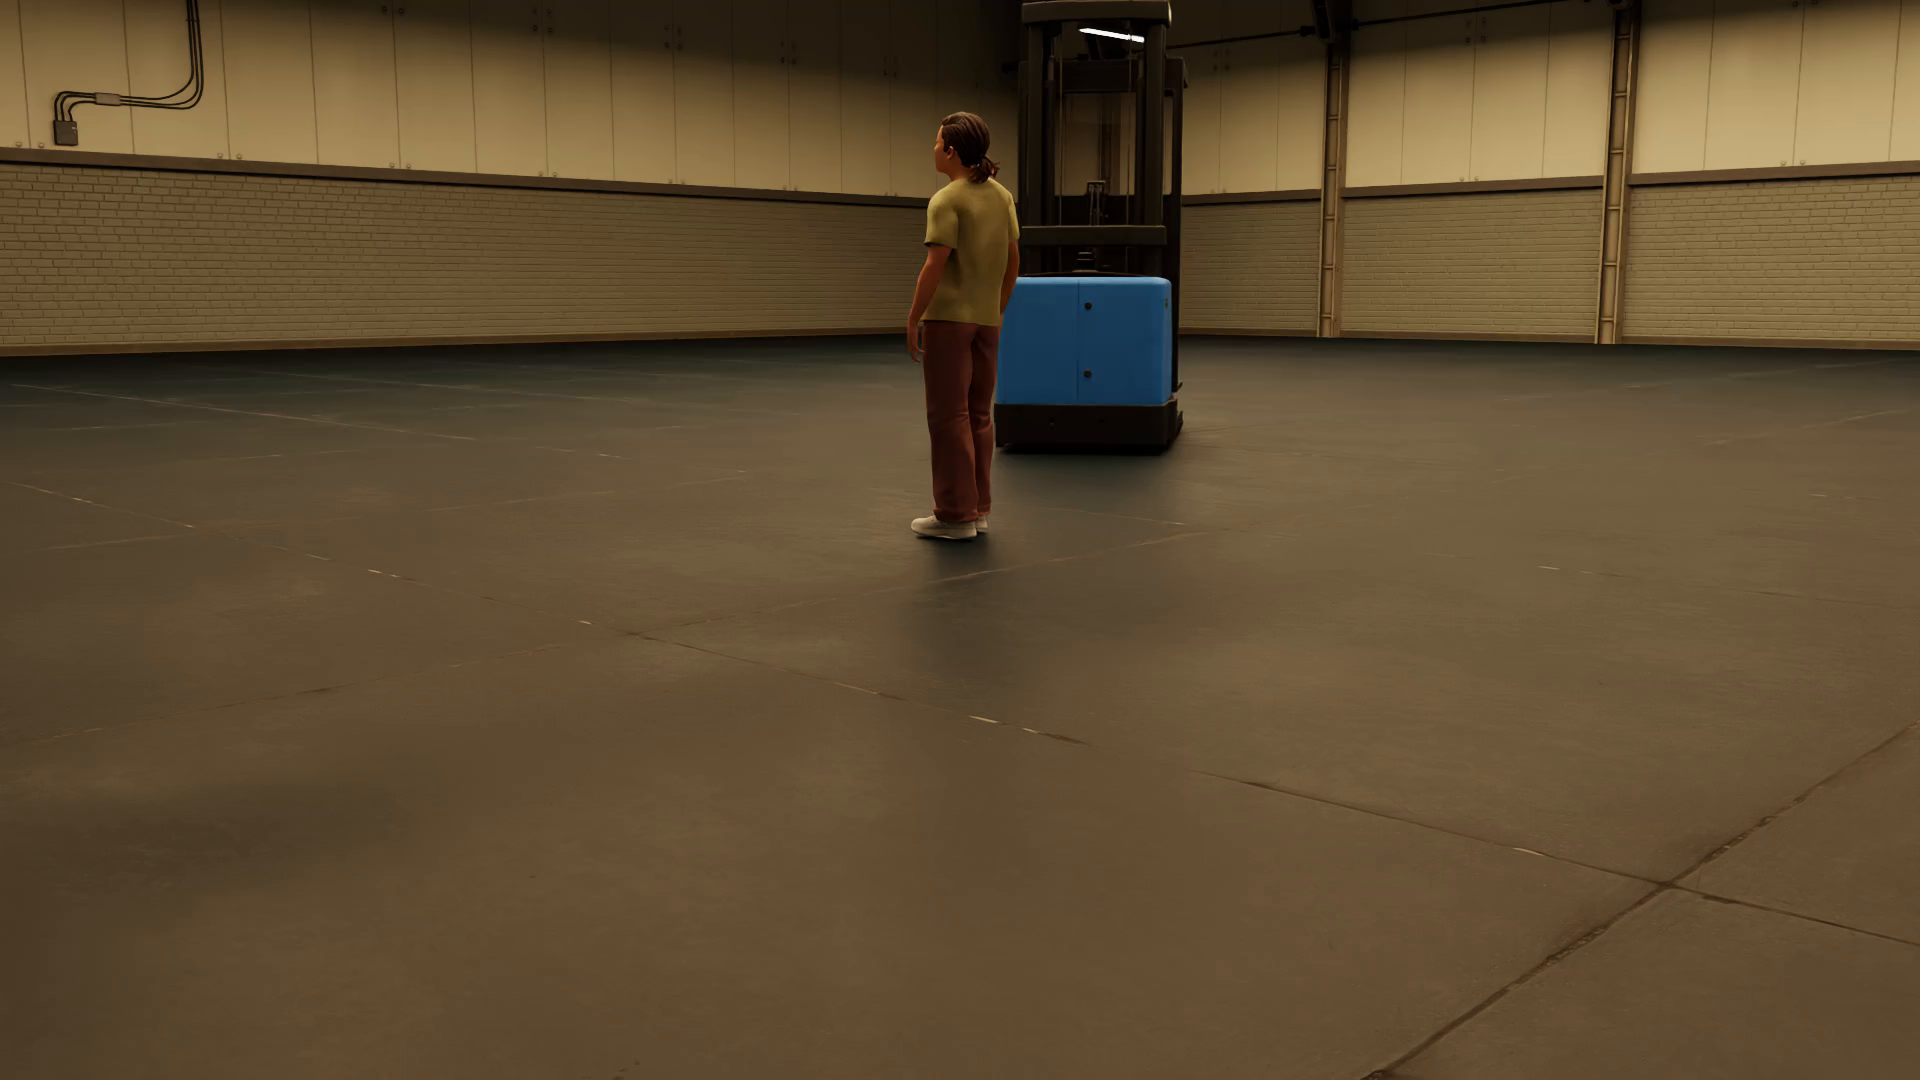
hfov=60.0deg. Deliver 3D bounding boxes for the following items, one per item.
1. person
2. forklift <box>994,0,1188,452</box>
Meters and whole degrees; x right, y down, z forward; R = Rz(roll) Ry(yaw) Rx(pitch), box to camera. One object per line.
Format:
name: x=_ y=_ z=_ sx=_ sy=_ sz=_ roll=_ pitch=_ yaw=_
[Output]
person: x=-0.045 y=-0.845 z=6.651 sx=0.548 sy=1.673 sz=0.553 roll=8 pitch=12 yaw=43
forklift: x=0.971 y=-2.179 z=11.344 sx=1.130 sy=2.935 sz=3.031 roll=1 pitch=9 yaw=10
